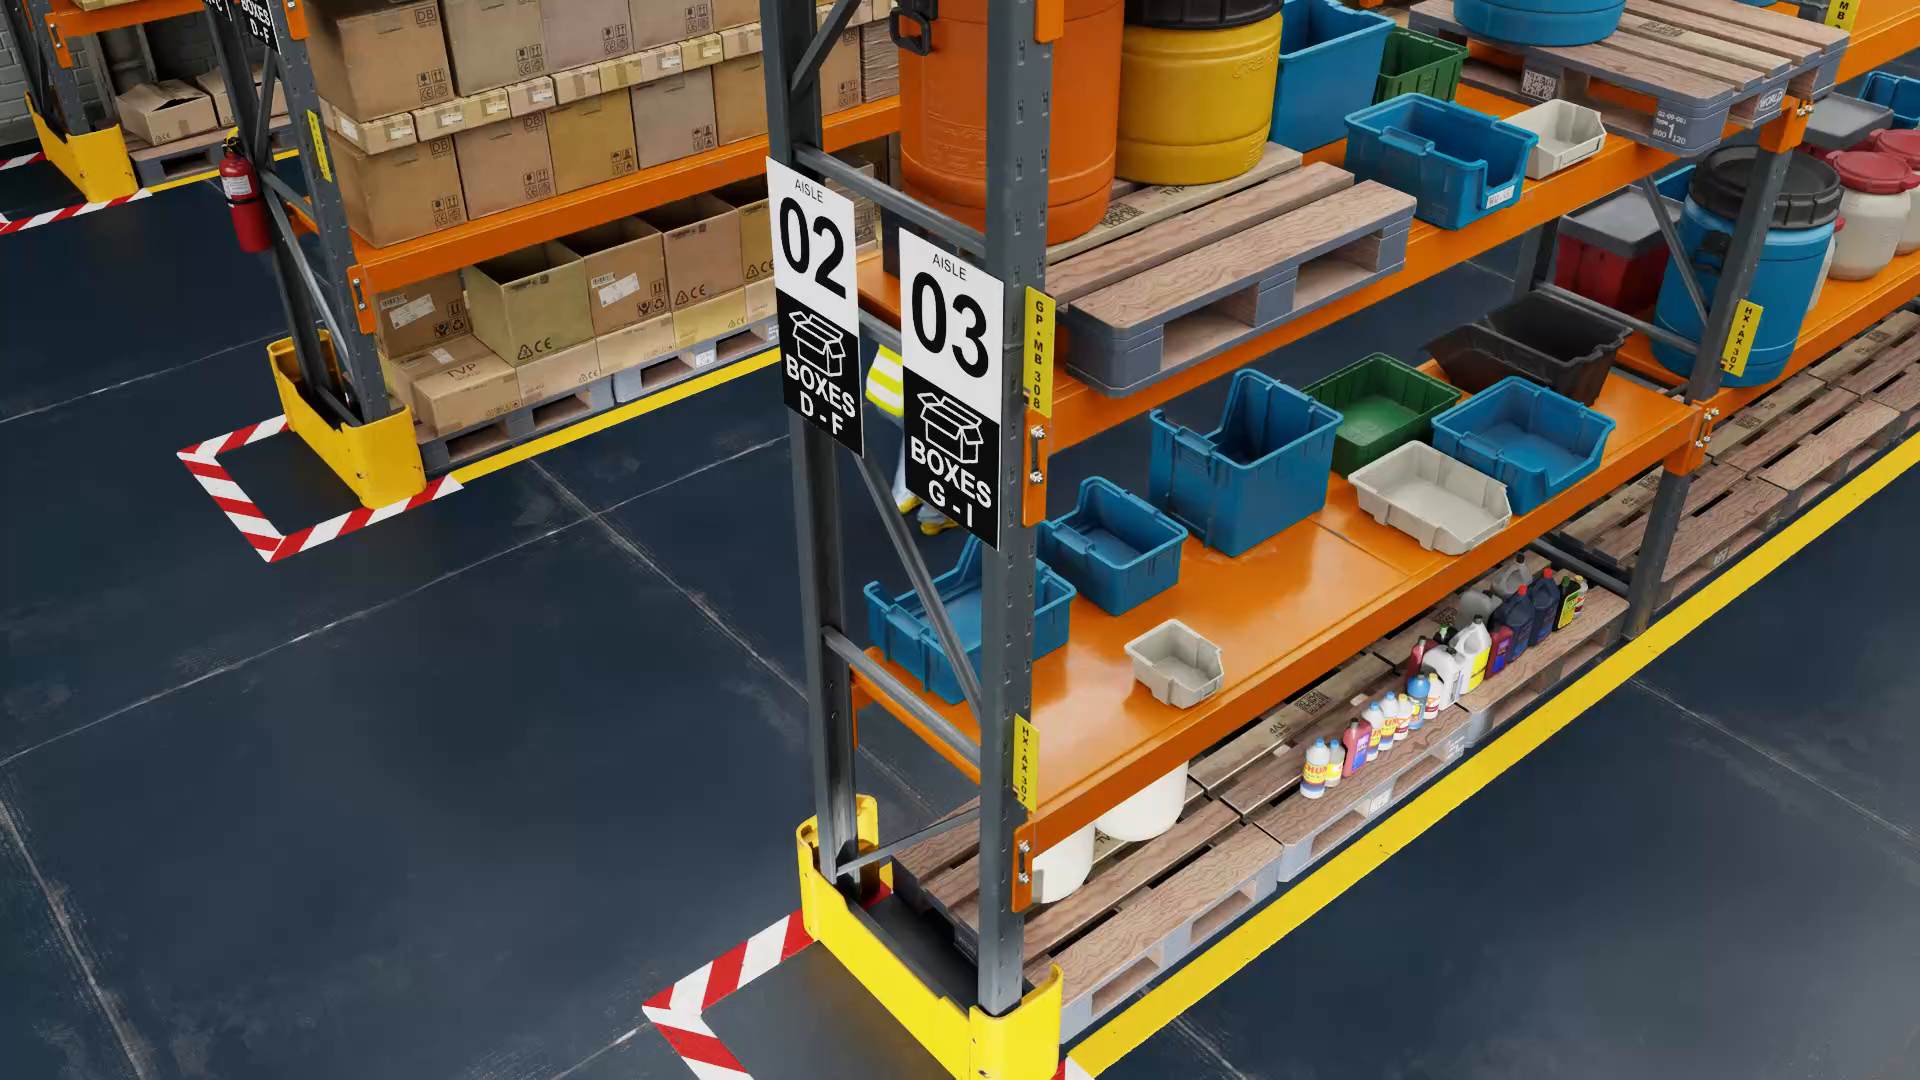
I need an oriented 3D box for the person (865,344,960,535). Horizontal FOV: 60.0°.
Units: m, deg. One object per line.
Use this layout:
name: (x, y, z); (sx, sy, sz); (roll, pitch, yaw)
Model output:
person: (-0.146, -0.784, 8.386); (0.709, 1.490, 0.629); (-25, 43, -31)
